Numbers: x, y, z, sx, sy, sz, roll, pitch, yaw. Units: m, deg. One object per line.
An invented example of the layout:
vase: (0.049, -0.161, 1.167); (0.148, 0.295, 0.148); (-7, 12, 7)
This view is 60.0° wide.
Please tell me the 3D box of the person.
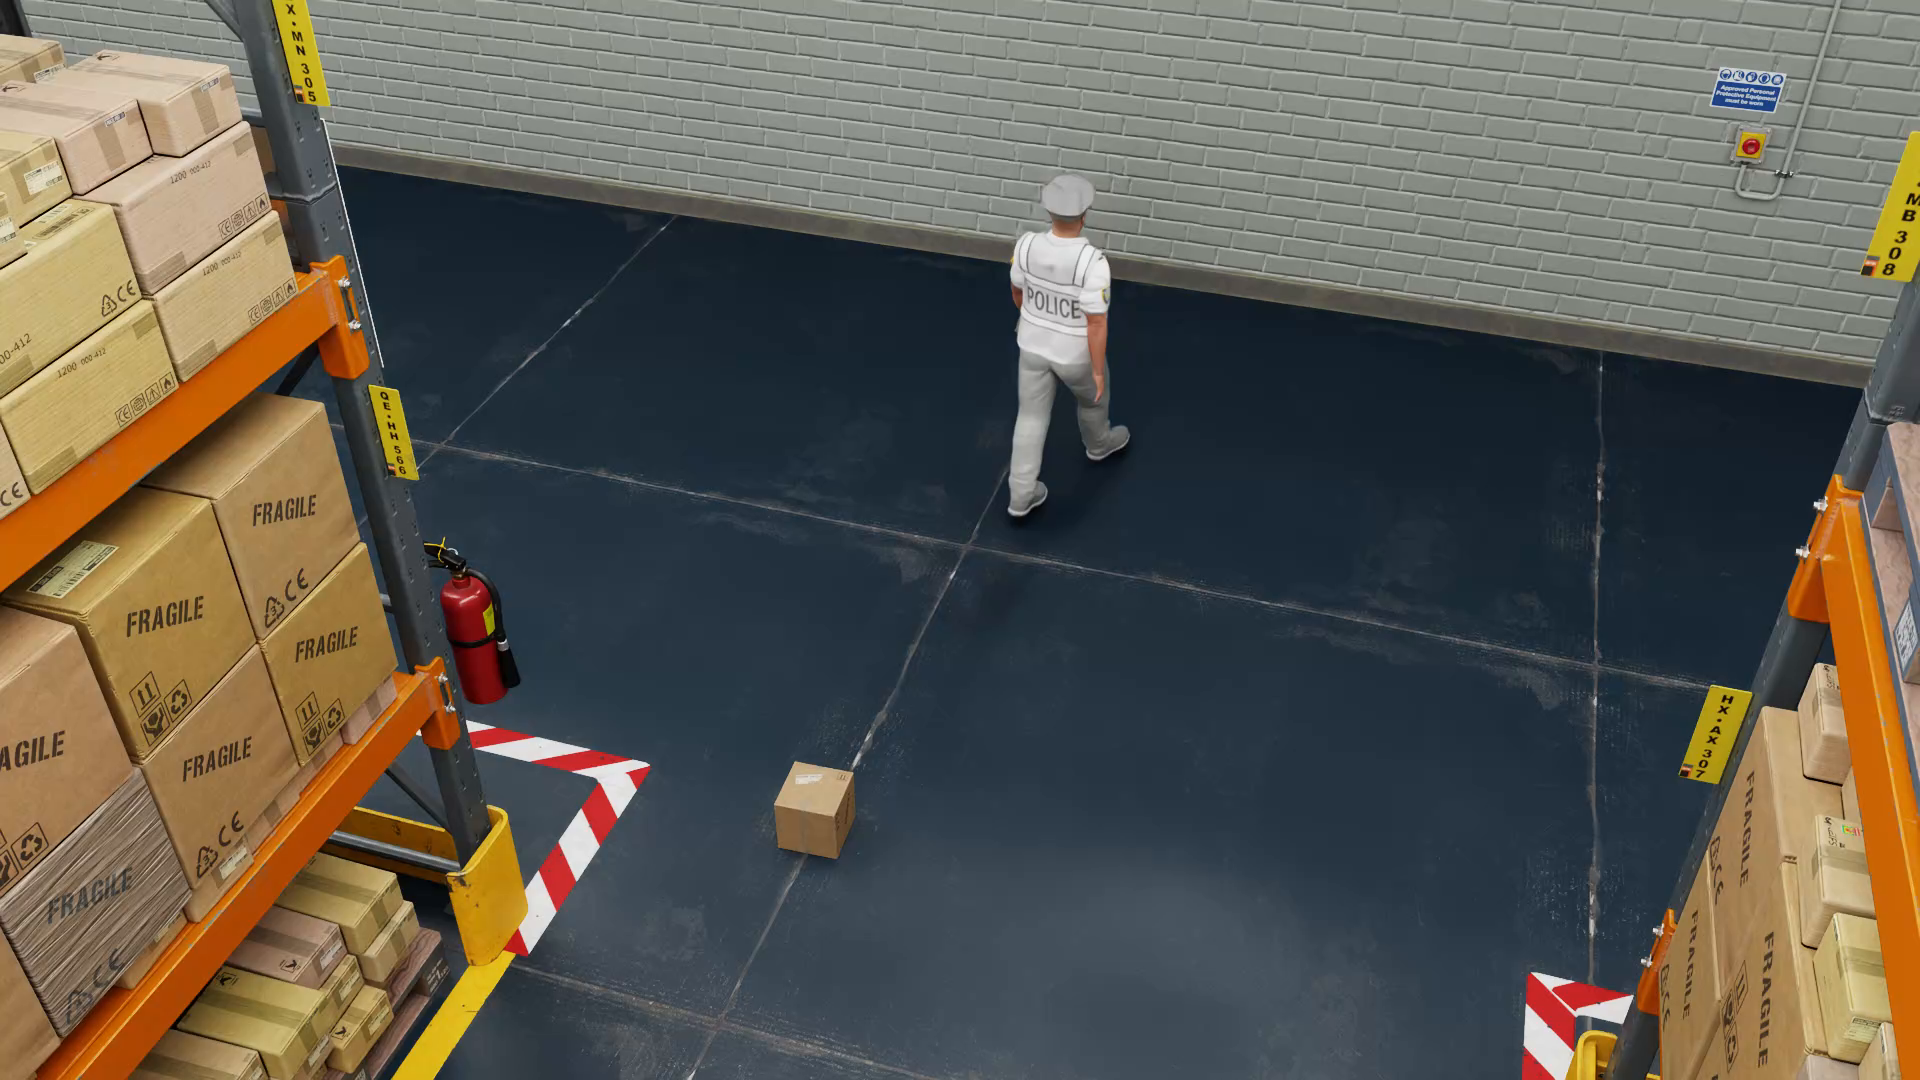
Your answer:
person: (0.534, -1.033, 8.229); (0.572, 1.713, 1.007); (16, 40, 20)
